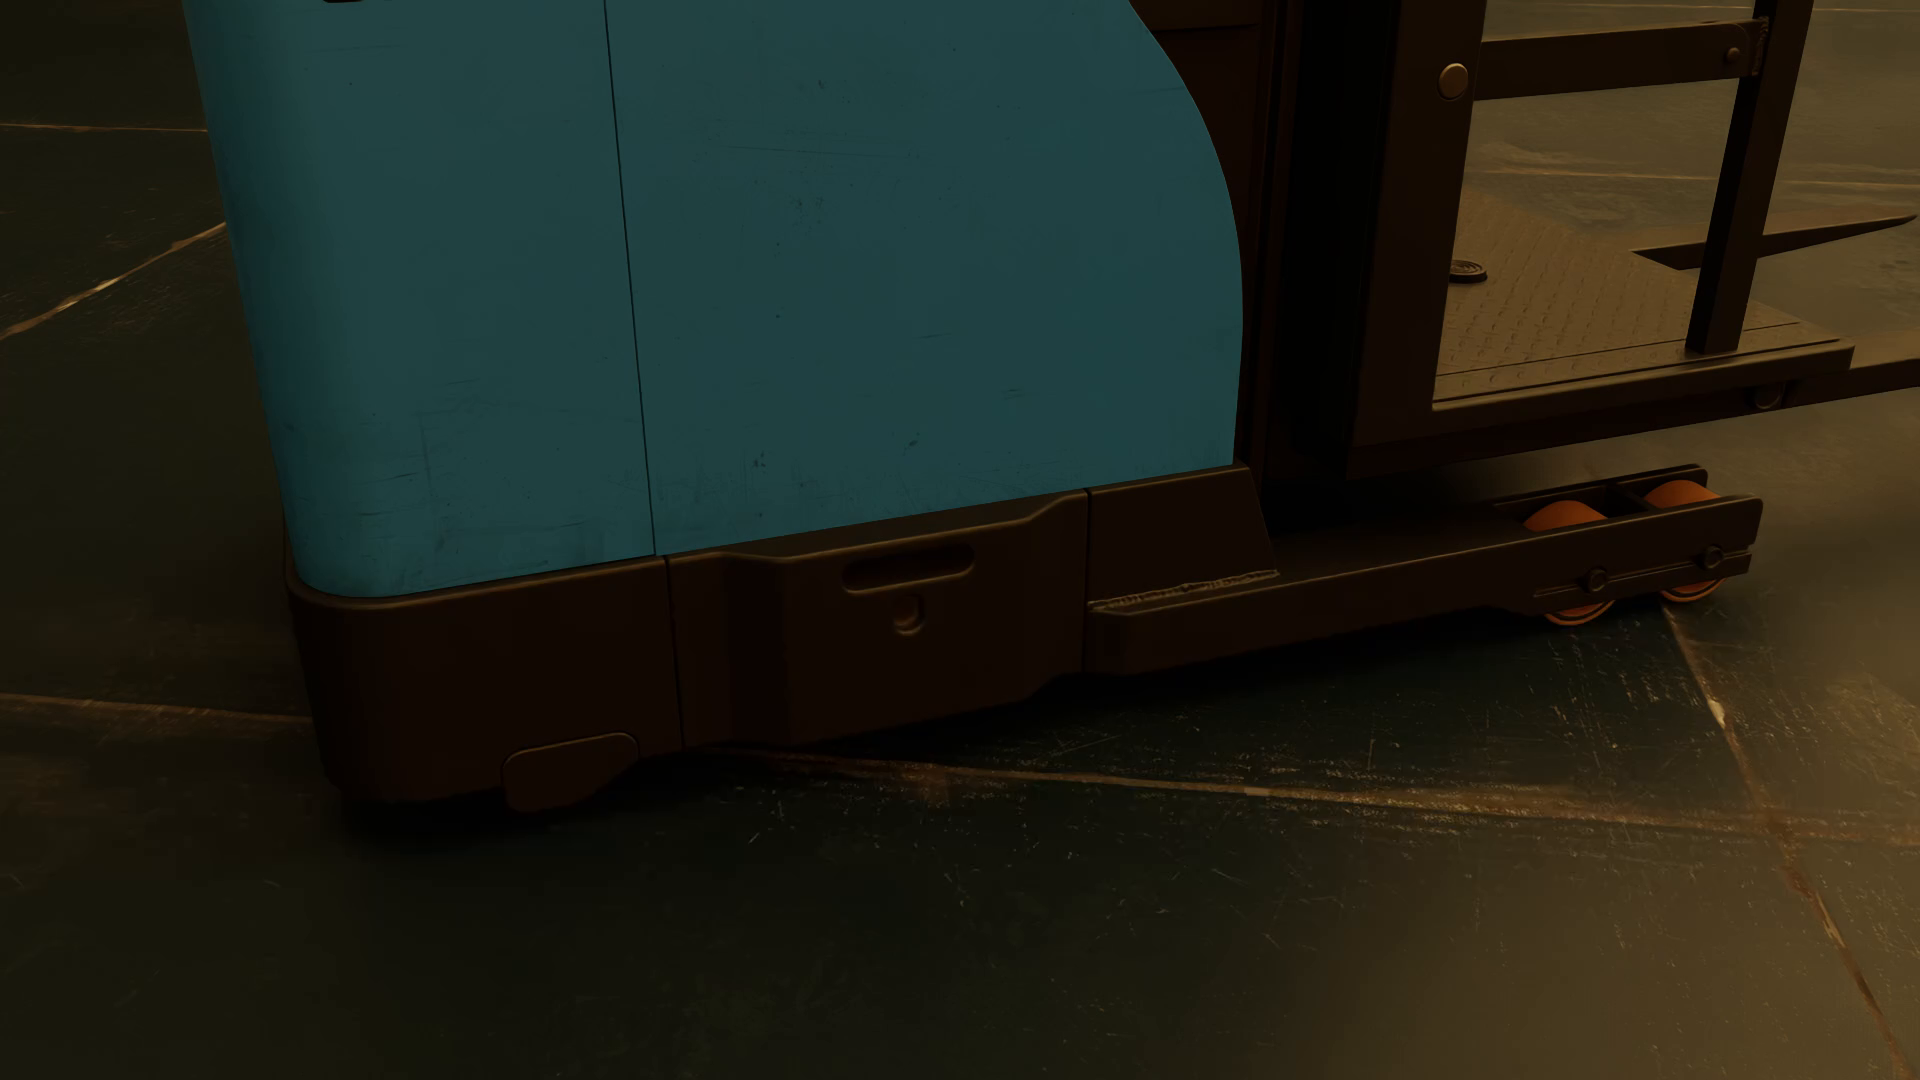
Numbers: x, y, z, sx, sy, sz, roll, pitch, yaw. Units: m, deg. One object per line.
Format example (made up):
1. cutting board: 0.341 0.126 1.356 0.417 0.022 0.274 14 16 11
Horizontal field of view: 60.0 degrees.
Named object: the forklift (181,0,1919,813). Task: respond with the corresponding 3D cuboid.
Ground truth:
1. forklift: 0.572 -1.406 2.035 3.031 2.935 1.130 -9 28 -18
